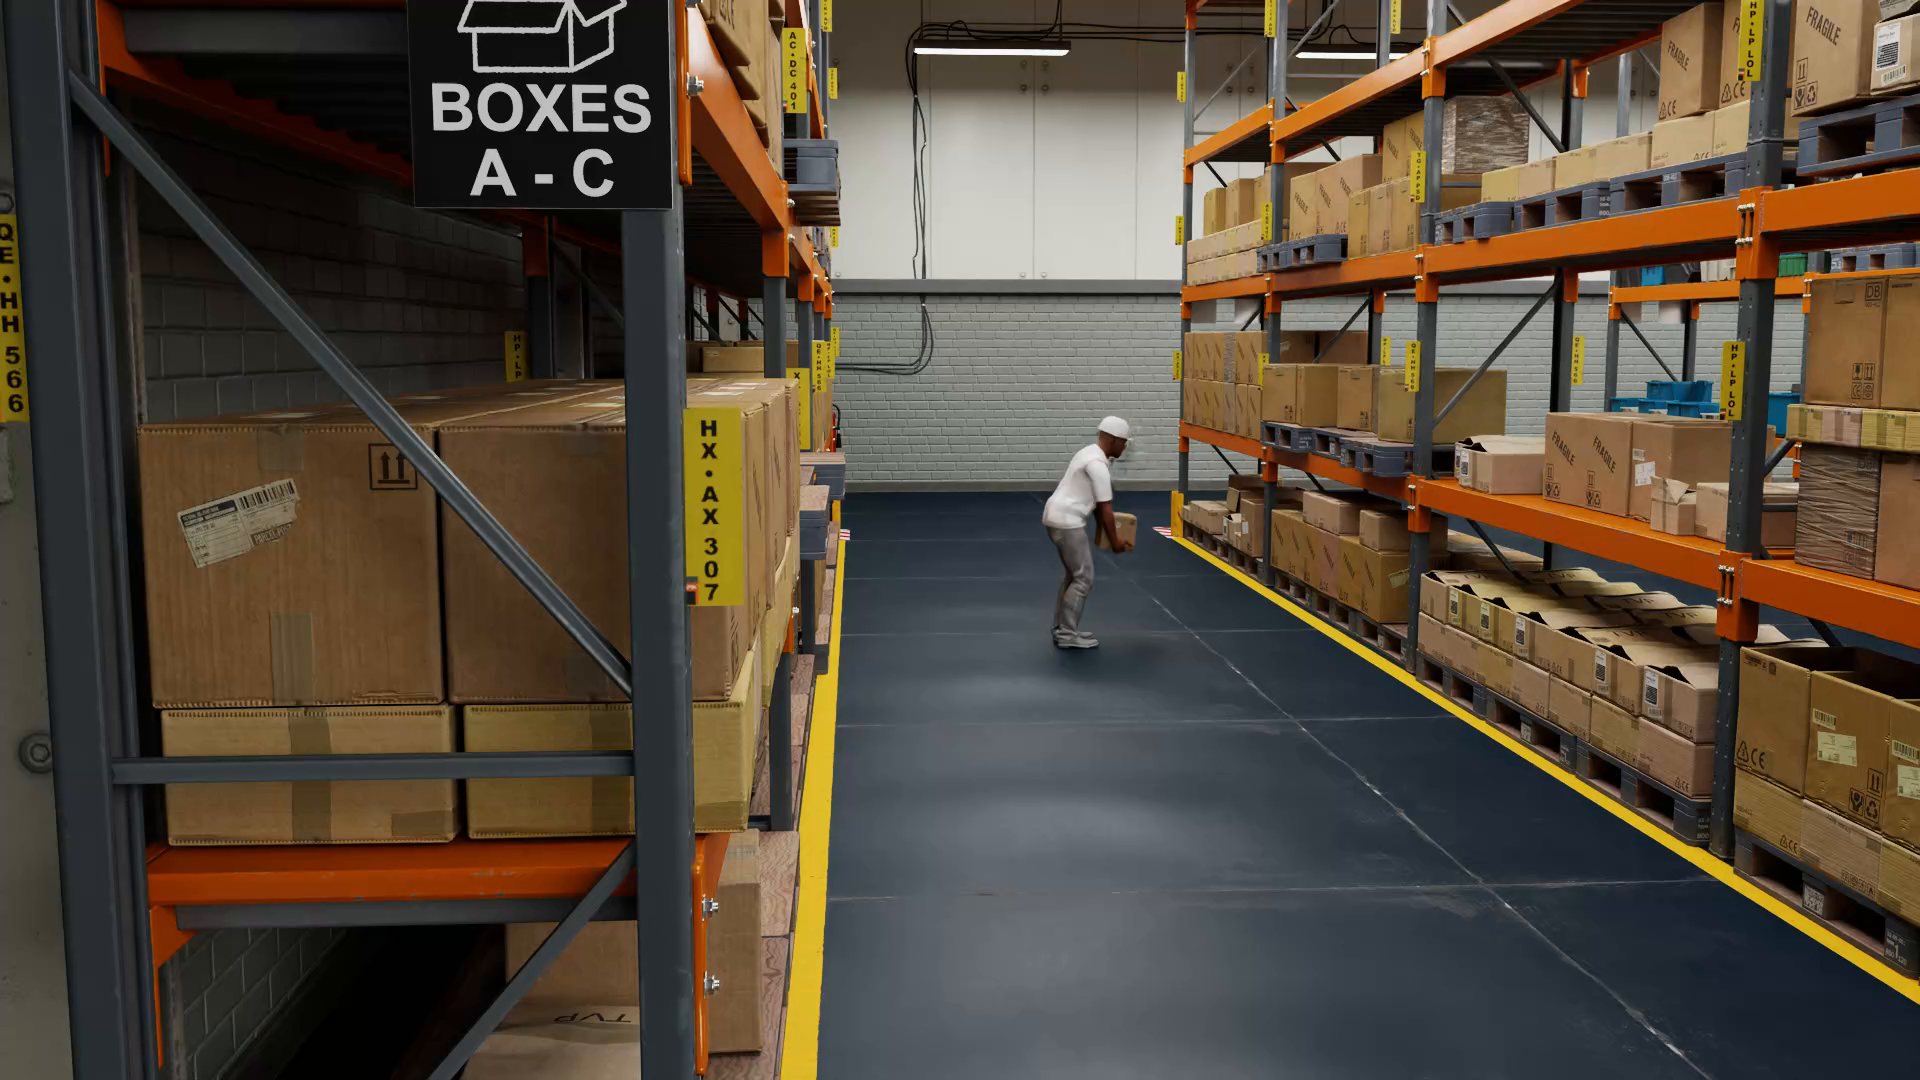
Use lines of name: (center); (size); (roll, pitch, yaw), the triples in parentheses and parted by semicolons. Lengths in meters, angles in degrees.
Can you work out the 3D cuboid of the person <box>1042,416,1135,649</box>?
person: (0.937, -0.067, 12.108); (0.670, 1.669, 0.492); (-1, 7, -5)
